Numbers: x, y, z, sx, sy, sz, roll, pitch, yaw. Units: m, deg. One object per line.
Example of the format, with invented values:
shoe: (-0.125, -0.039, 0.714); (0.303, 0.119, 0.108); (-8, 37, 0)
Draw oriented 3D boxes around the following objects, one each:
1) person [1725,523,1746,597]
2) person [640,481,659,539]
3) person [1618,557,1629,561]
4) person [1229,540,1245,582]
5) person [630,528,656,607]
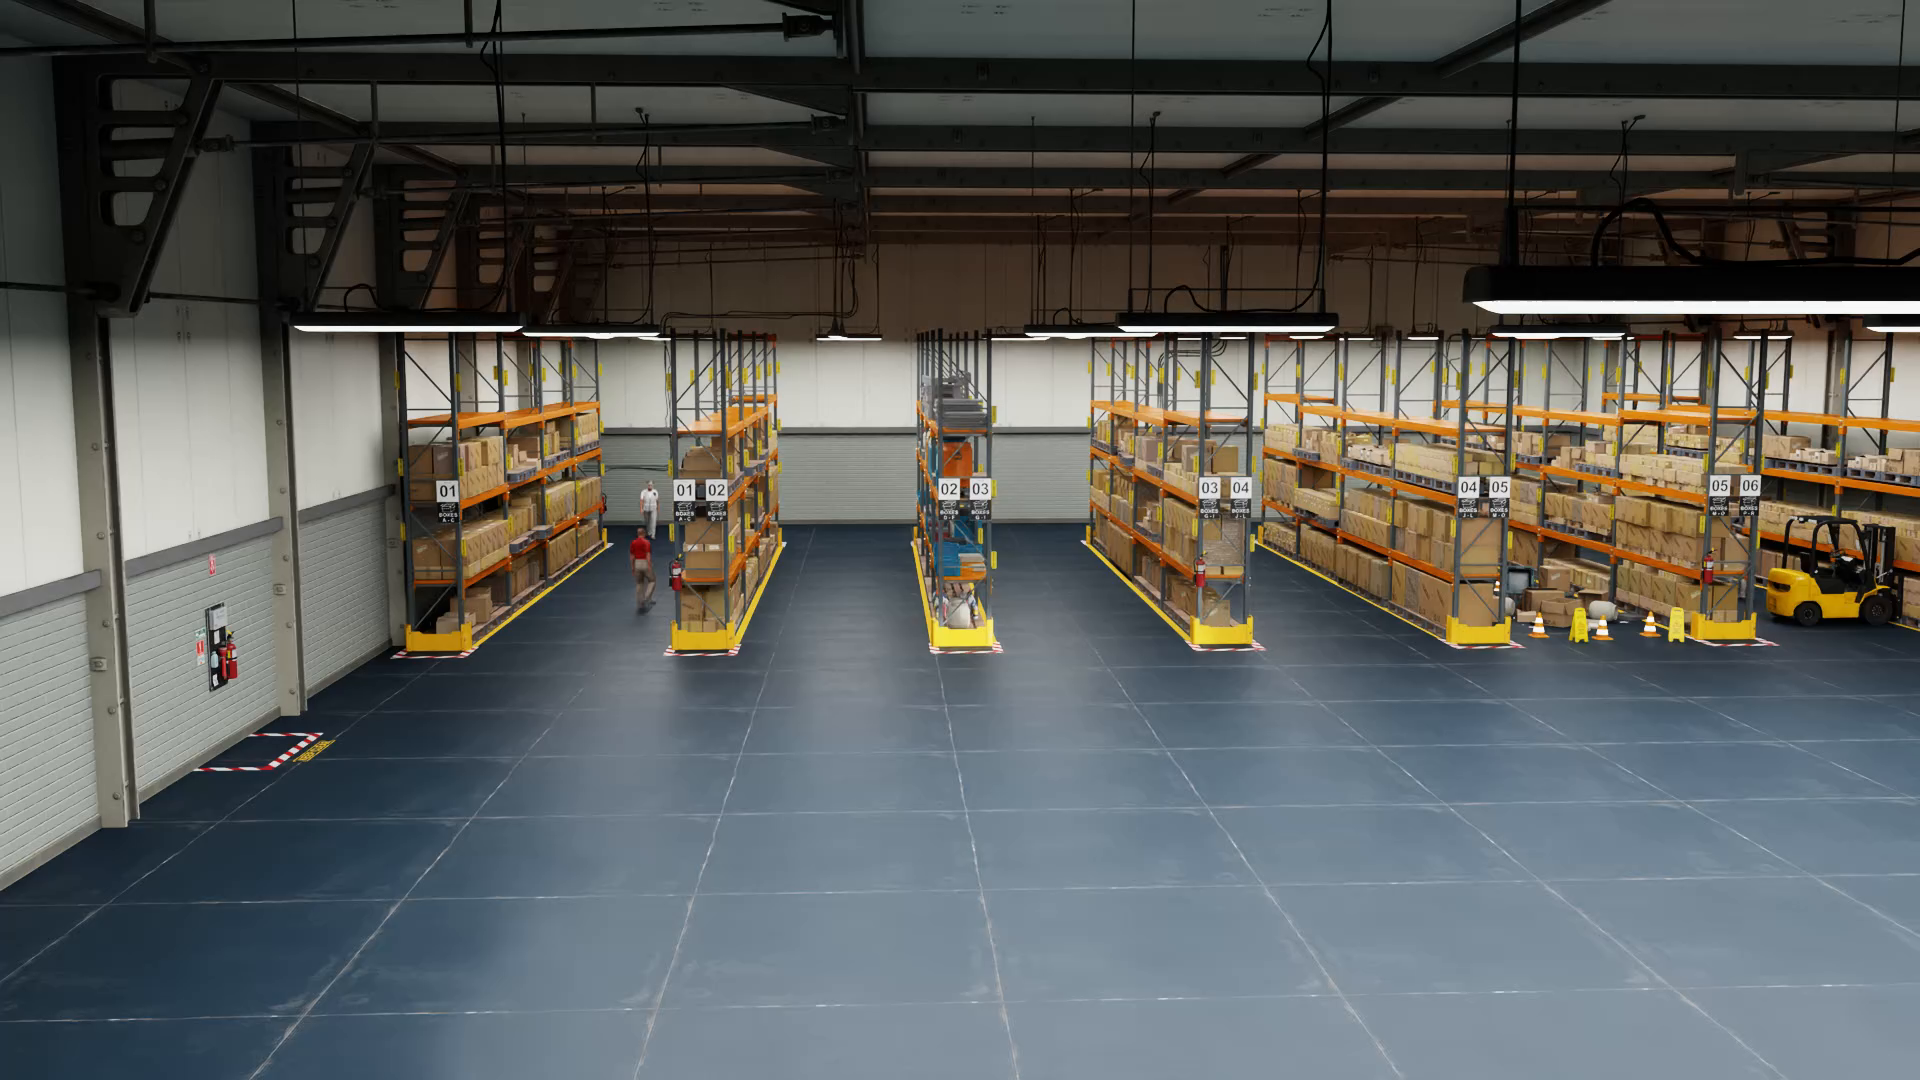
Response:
person: (17.577, 0.495, 37.570); (0.468, 1.720, 0.592); (-2, 7, -13)
person: (-9.150, -0.907, 48.971); (0.551, 1.707, 1.099); (-1, 7, -6)
person: (17.650, -0.287, 43.708); (0.524, 1.705, 0.567); (-4, 8, -29)
person: (6.573, 0.130, 40.035); (0.584, 1.785, 0.551); (1, 7, 5)
person: (-6.903, 0.606, 36.170); (0.597, 1.715, 0.499); (1, 7, 6)
